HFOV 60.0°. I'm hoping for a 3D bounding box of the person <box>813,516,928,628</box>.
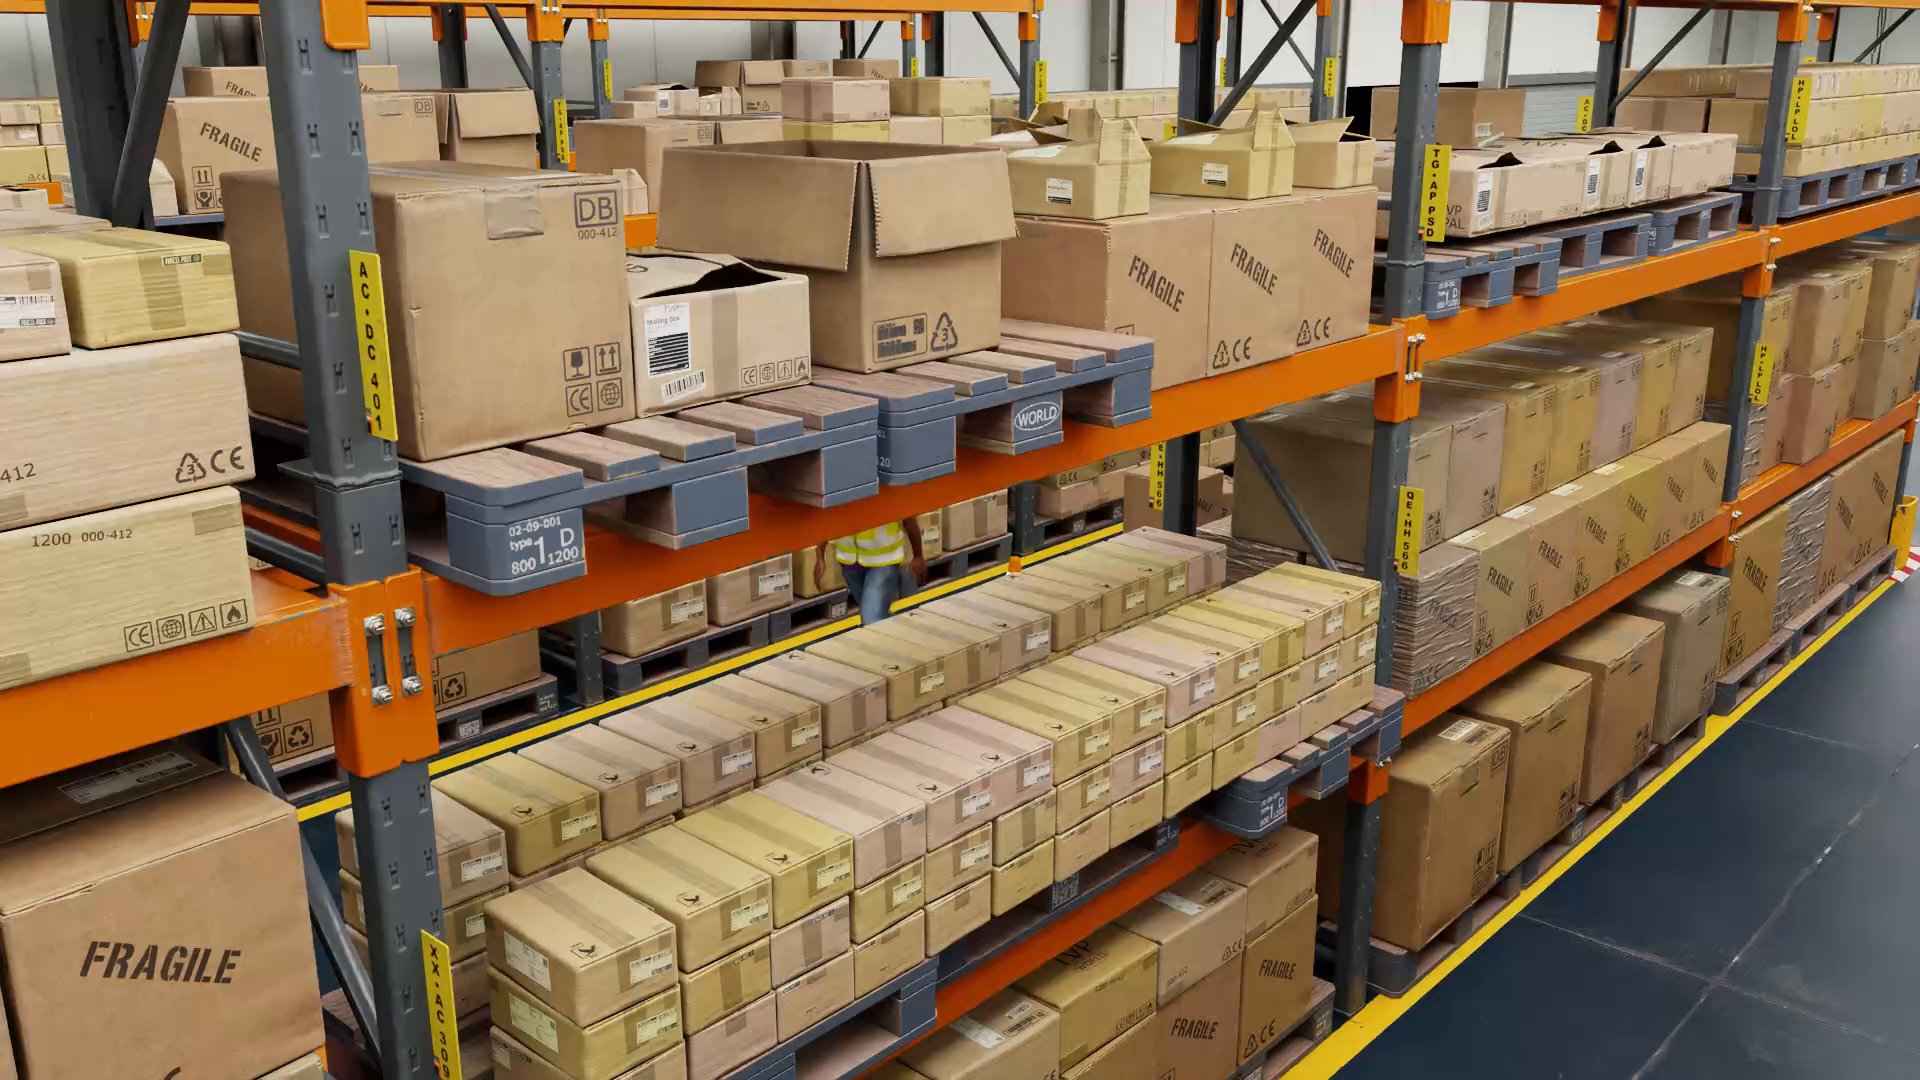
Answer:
[{"bbox_3d":[-0.566,0.113,9.593,0.604,1.699,0.986,9,19,27],"label":"person"}]
